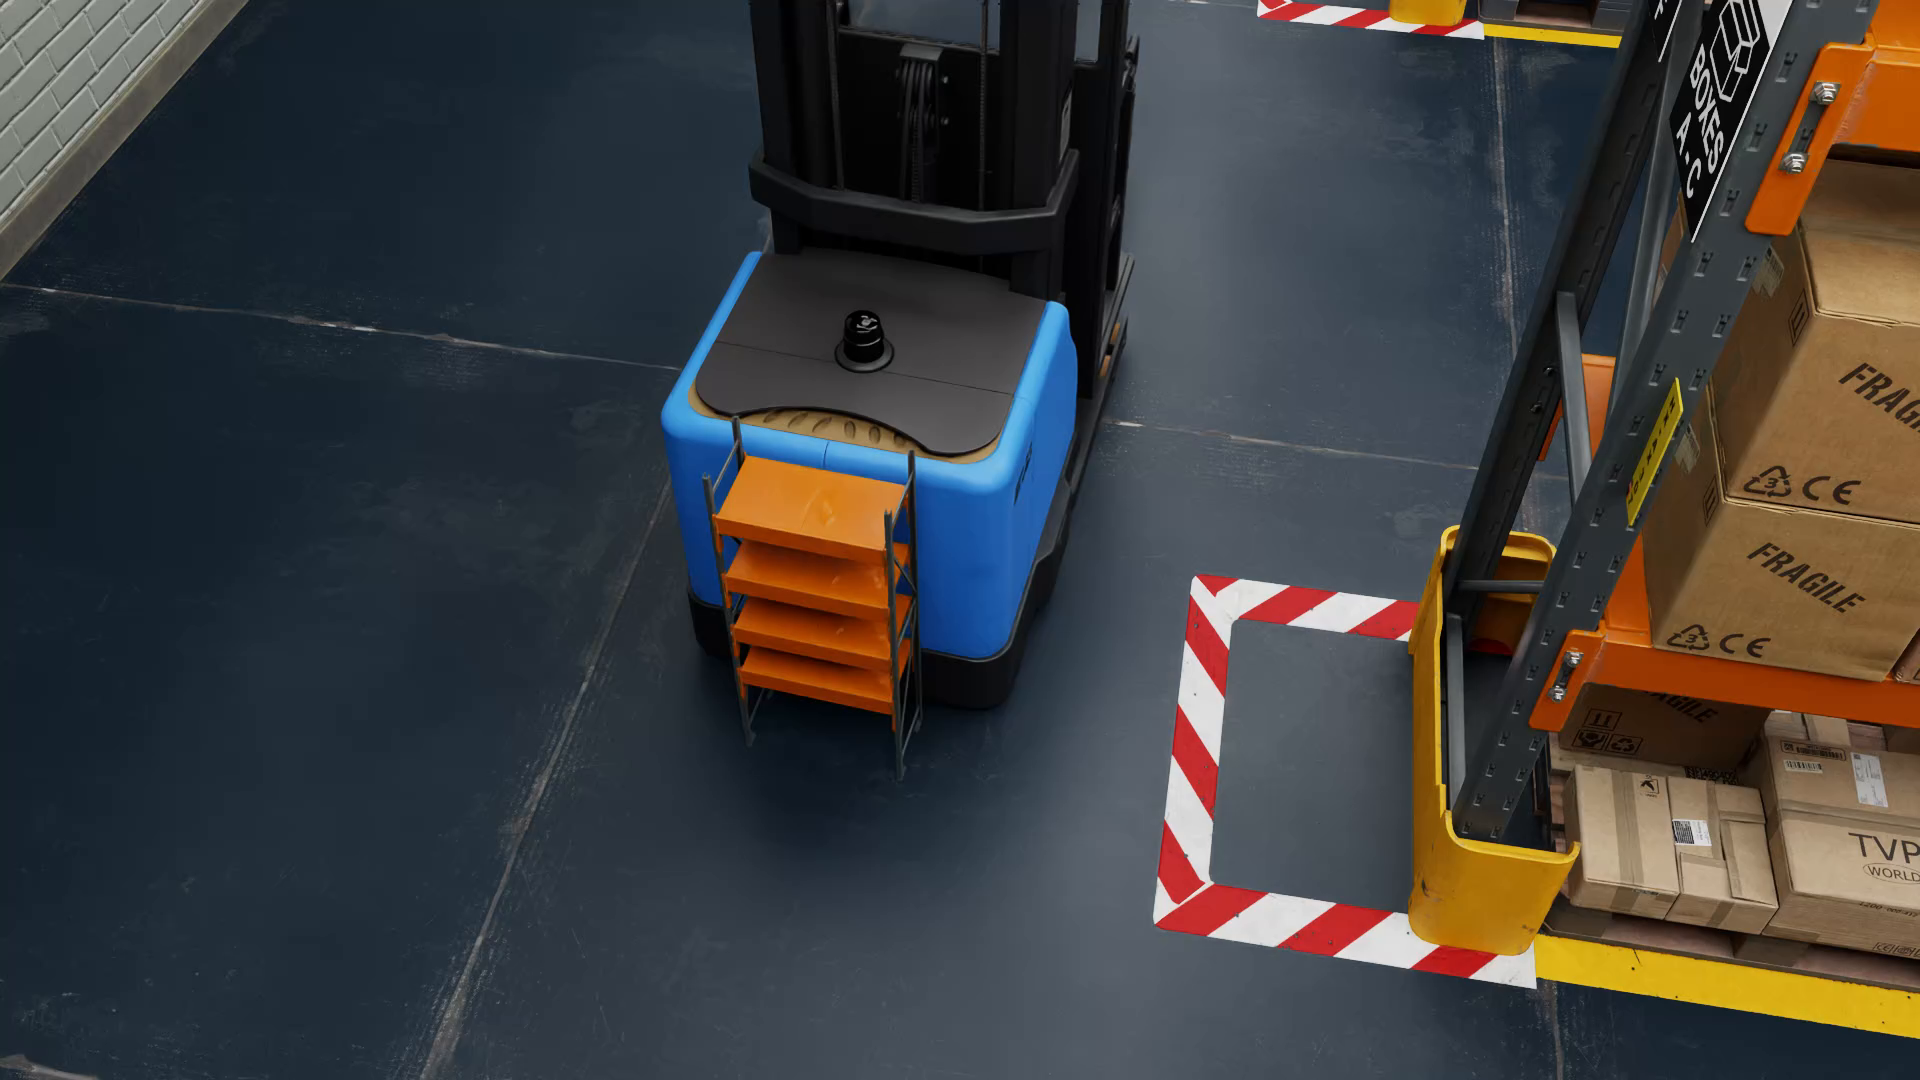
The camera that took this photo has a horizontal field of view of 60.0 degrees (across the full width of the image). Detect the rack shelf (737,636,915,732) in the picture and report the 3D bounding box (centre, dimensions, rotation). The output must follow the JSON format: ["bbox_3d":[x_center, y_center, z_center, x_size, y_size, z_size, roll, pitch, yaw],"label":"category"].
[{"bbox_3d":[-0.391,0.381,4.958,0.480,0.148,0.258,11,49,10],"label":"rack shelf"}]

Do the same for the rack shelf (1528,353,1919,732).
[{"bbox_3d":[3.442,0.224,4.016,4.000,0.370,1.077,8,49,7],"label":"rack shelf"}]

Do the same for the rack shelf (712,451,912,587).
[{"bbox_3d":[-0.391,-0.059,4.468,0.480,0.148,0.258,11,49,10],"label":"rack shelf"}]

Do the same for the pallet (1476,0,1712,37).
[{"bbox_3d":[3.164,-2.837,8.157,1.213,0.211,1.003,8,49,7],"label":"pallet"}]

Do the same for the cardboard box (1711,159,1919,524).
[{"bbox_3d":[1.864,-0.397,3.351,0.500,0.500,0.500,9,49,8],"label":"cardboard box"}]

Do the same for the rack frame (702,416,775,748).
[{"bbox_3d":[-0.627,0.157,4.802,0.015,1.200,0.240,11,49,10],"label":"rack frame"}]

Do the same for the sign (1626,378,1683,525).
[{"bbox_3d":[1.378,-0.173,3.307,0.005,0.325,0.100,8,49,7],"label":"sign"}]

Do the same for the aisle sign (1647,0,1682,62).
[{"bbox_3d":[1.462,-1.383,3.229,0.004,0.787,0.394,8,49,7],"label":"aisle sign"}]

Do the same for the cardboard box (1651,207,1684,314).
[{"bbox_3d":[1.963,-0.454,4.075,0.500,0.500,0.500,9,49,8],"label":"cardboard box"}]

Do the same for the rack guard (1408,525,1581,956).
[{"bbox_3d":[1.549,0.564,4.907,0.348,0.500,1.175,8,49,7],"label":"rack guard"}]

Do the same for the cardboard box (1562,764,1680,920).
[{"bbox_3d":[1.825,0.832,4.607,0.250,0.149,0.380,8,49,7],"label":"cardboard box"}]

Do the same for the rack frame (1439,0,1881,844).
[{"bbox_3d":[1.474,-0.281,3.986,0.127,3.000,1.000,8,49,7],"label":"rack frame"}]

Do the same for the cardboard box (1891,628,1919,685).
[{"bbox_3d":[2.373,0.002,3.665,0.500,0.500,0.500,7,48,6],"label":"cardboard box"}]

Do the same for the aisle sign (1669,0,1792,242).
[{"bbox_3d":[1.355,-0.944,2.834,0.004,0.787,0.394,8,49,7],"label":"aisle sign"}]

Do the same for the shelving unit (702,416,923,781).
[{"bbox_3d":[-0.391,0.204,4.760,0.503,1.200,0.258,11,49,10],"label":"shelving unit"}]

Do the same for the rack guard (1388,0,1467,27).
[{"bbox_3d":[2.333,-3.064,8.167,0.348,0.500,1.175,8,49,7],"label":"rack guard"}]

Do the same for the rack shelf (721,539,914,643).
[{"bbox_3d":[-0.391,0.099,4.644,0.480,0.148,0.258,11,49,10],"label":"rack shelf"}]

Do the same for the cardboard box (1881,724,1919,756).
[{"bbox_3d":[2.983,0.530,4.810,0.500,0.250,0.500,8,49,7],"label":"cardboard box"}]

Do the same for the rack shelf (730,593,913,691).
[{"bbox_3d":[-0.391,0.249,4.810,0.480,0.148,0.258,11,49,10],"label":"rack shelf"}]

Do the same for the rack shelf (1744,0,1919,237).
[{"bbox_3d":[3.442,-0.779,2.900,4.000,0.370,1.077,8,49,7],"label":"rack shelf"}]

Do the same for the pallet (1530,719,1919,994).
[{"bbox_3d":[2.334,0.766,4.920,1.213,0.211,1.003,8,49,7],"label":"pallet"}]

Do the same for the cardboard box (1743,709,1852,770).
[{"bbox_3d":[2.436,0.530,4.866,0.250,0.166,0.380,8,49,7],"label":"cardboard box"}]

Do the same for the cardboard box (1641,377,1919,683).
[{"bbox_3d":[1.864,-0.063,3.723,0.500,0.500,0.500,9,49,8],"label":"cardboard box"}]

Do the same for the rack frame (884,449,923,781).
[{"bbox_3d":[-0.155,0.250,4.719,0.015,1.200,0.240,11,49,10],"label":"rack frame"}]

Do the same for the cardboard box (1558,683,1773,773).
[{"bbox_3d":[2.053,0.299,4.849,0.500,0.500,0.500,8,49,7],"label":"cardboard box"}]

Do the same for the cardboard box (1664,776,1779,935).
[{"bbox_3d":[2.071,0.859,4.571,0.250,0.166,0.380,8,49,7],"label":"cardboard box"}]

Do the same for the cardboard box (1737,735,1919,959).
[{"bbox_3d":[2.451,0.837,4.534,0.500,0.250,0.500,8,49,7],"label":"cardboard box"}]

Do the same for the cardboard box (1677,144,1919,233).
[{"bbox_3d":[1.961,-0.791,3.705,0.500,0.500,0.500,7,48,6],"label":"cardboard box"}]

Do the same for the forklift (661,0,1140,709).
[{"bbox_3d":[0.012,-1.575,5.195,1.130,2.935,3.031,11,49,10],"label":"forklift"}]
